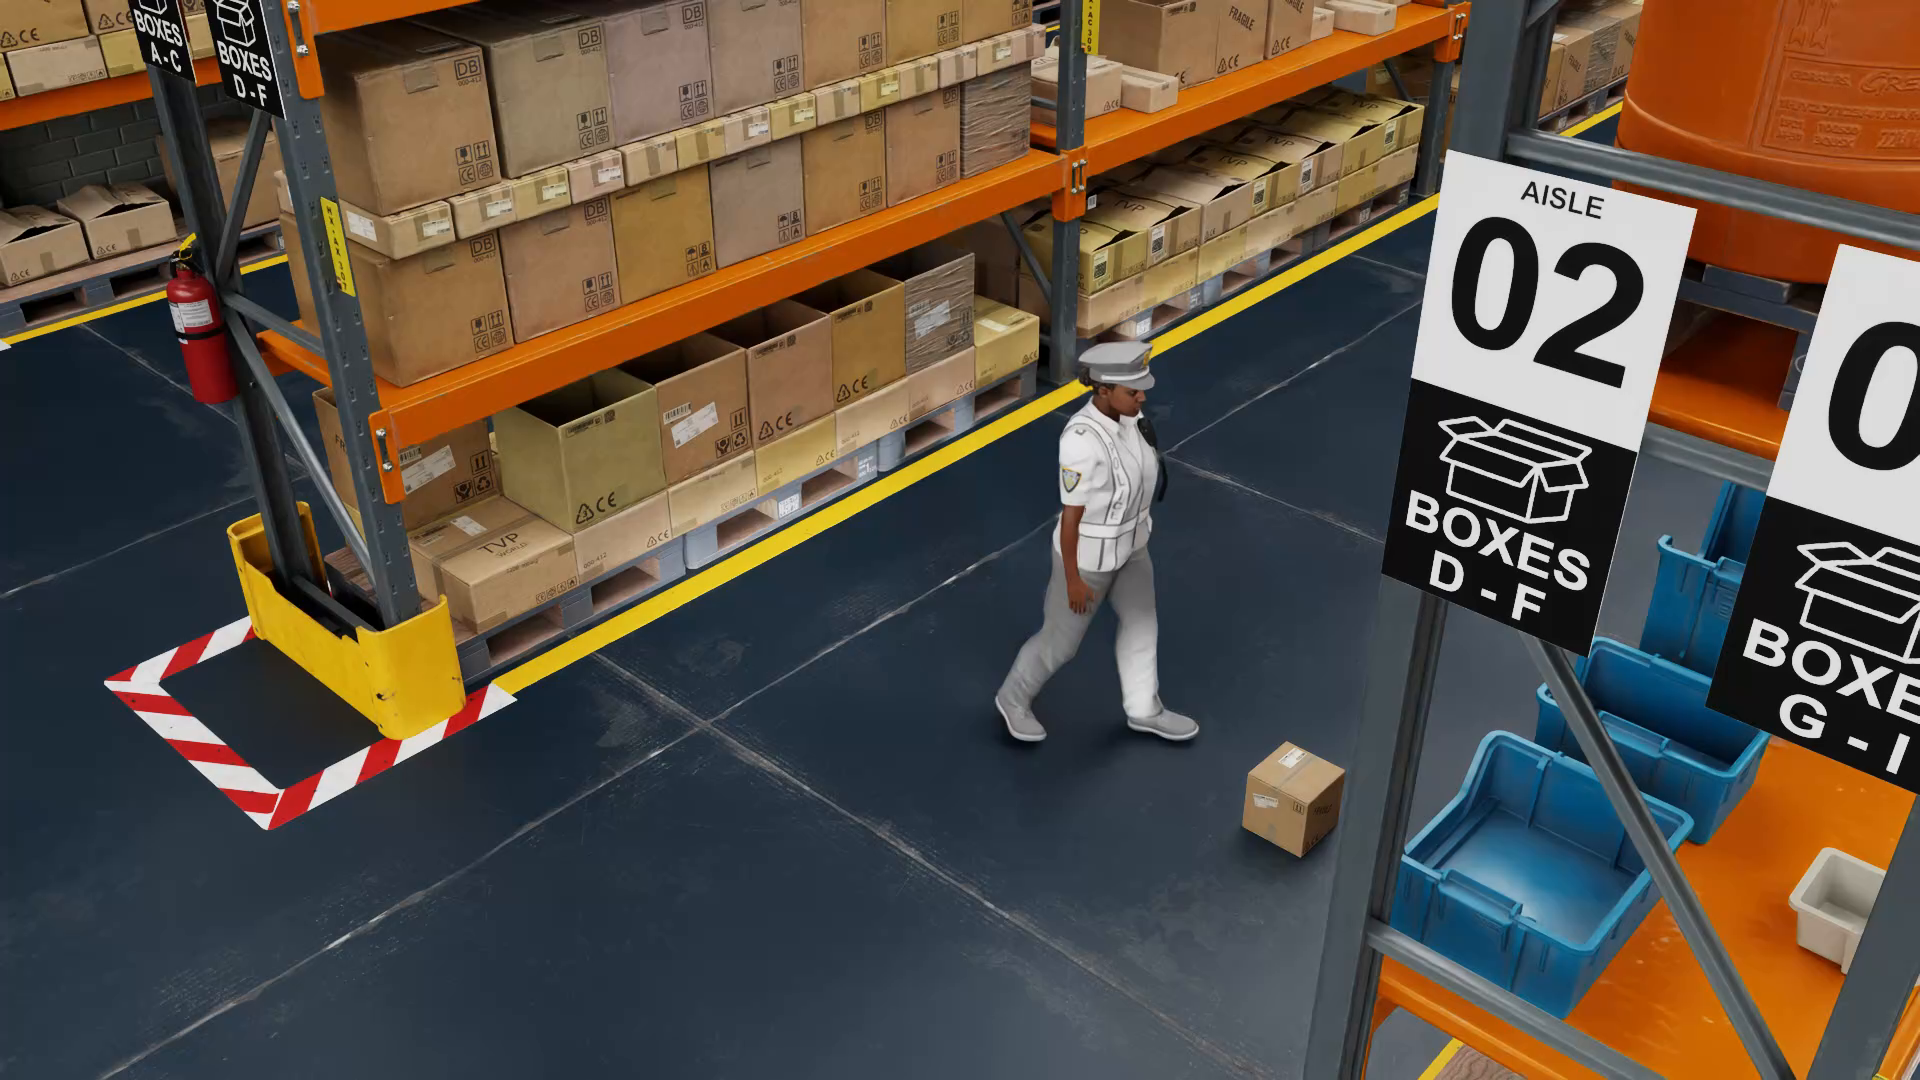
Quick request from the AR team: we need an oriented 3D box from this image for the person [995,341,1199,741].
[{"bbox_3d":[0.513,0.044,6.052,0.744,1.658,0.488,21,37,30],"label":"person"}]
